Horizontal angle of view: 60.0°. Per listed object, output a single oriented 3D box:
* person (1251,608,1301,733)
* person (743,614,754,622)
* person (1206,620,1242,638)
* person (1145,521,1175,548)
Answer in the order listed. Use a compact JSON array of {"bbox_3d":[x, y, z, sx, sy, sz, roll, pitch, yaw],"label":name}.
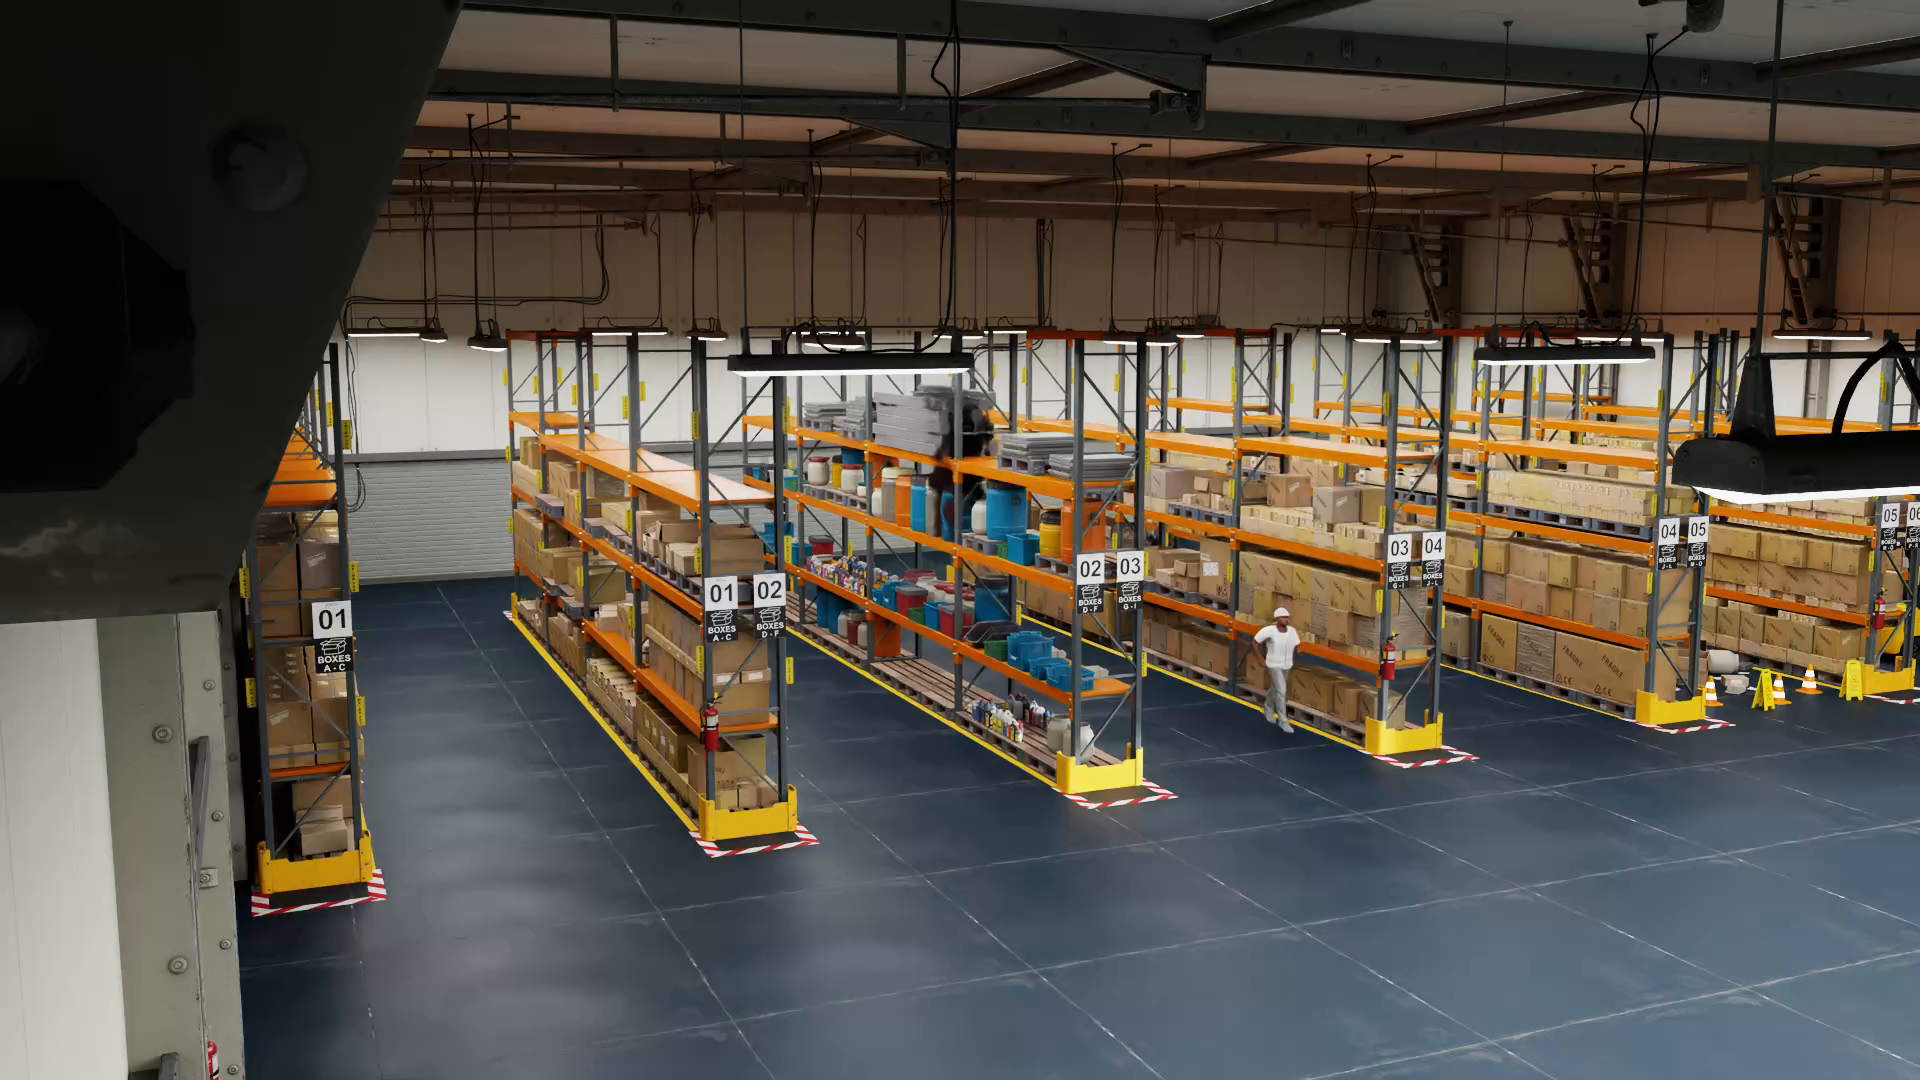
[{"bbox_3d":[4.731,1.879,24.553,0.707,1.783,0.882,-4,9,-27],"label":"person"},{"bbox_3d":[-3.873,1.493,29.566,0.576,1.637,0.820,-6,10,-35],"label":"person"},{"bbox_3d":[5.159,1.079,32.107,0.708,1.770,1.064,-5,9,-30],"label":"person"},{"bbox_3d":[4.498,0.386,37.263,0.656,1.715,0.931,-3,8,-19],"label":"person"}]
